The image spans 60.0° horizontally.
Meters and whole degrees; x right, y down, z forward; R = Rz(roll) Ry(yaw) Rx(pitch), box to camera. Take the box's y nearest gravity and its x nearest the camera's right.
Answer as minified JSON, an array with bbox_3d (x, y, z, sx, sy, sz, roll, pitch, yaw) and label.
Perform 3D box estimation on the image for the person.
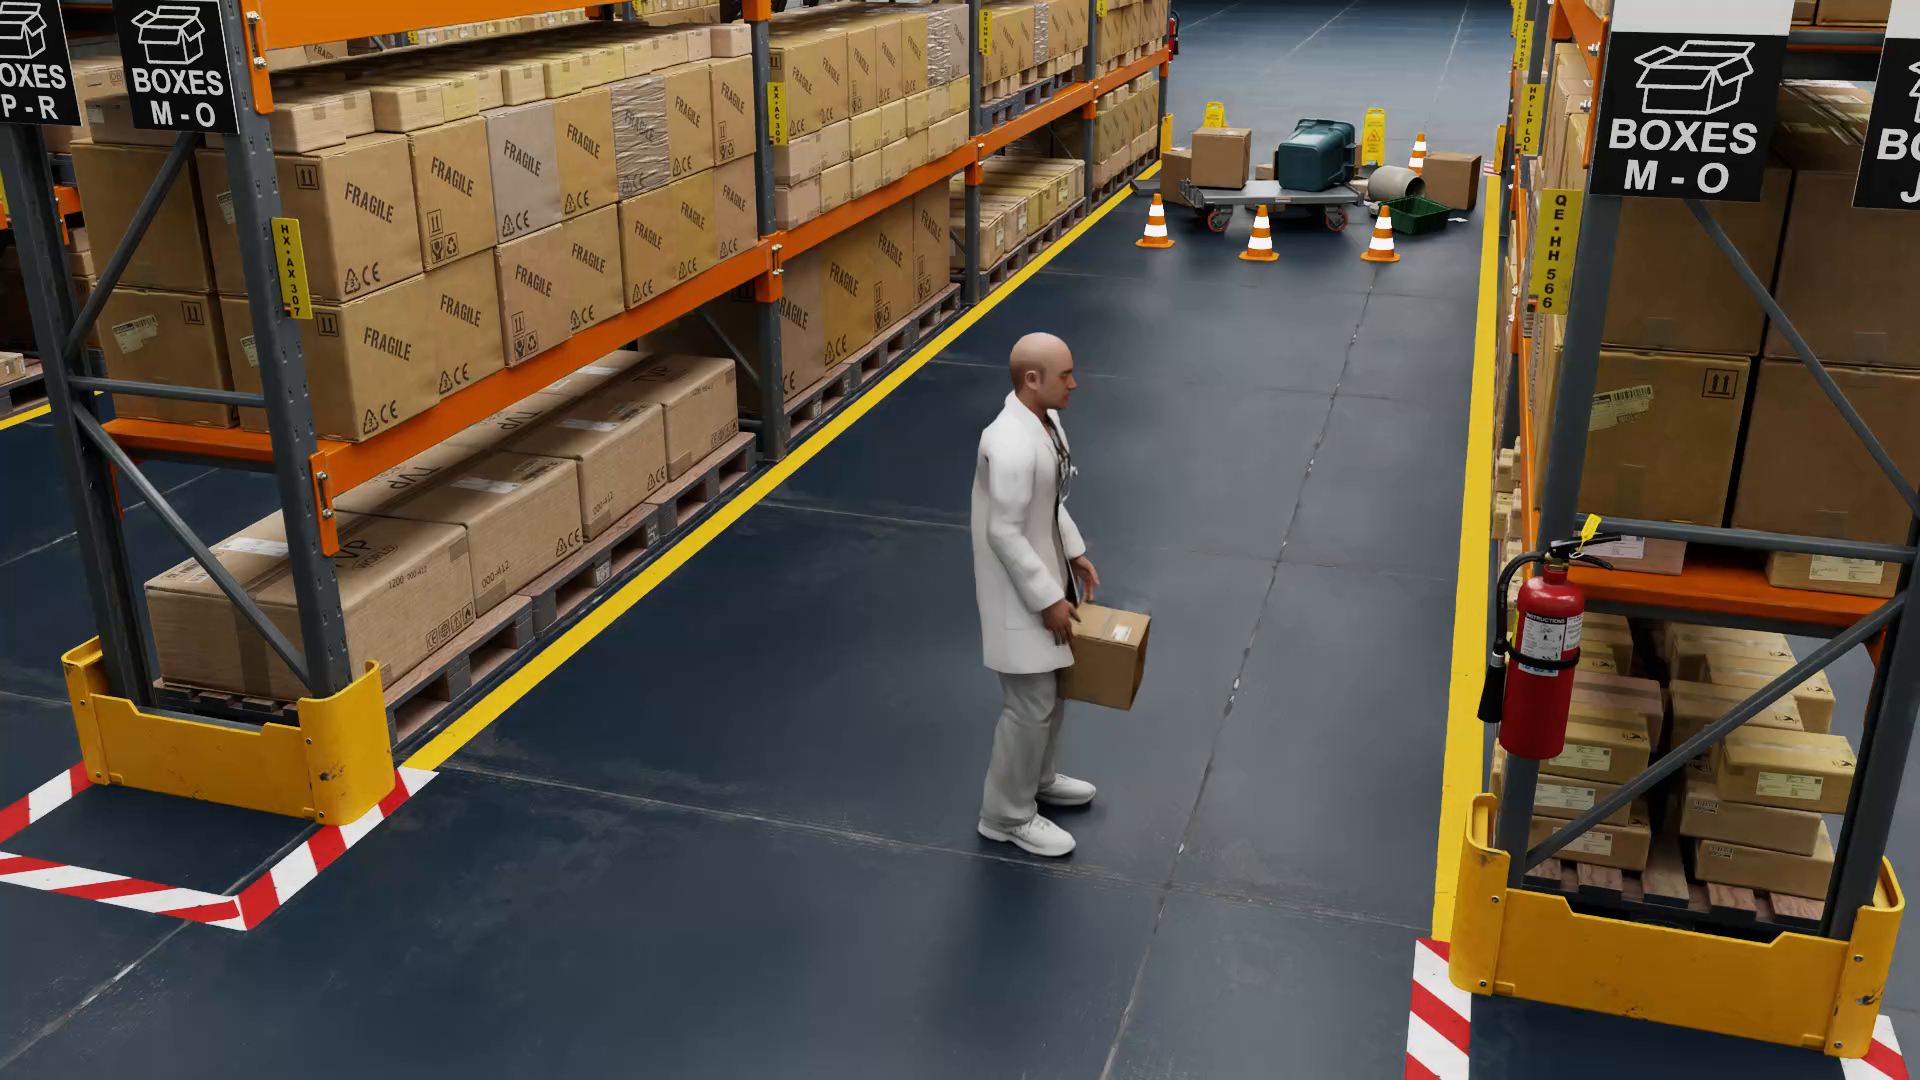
[{"bbox_3d":[7.643,-1.405,9.642,12.384,1.779,12.739,6,22,14],"label":"person"}]
